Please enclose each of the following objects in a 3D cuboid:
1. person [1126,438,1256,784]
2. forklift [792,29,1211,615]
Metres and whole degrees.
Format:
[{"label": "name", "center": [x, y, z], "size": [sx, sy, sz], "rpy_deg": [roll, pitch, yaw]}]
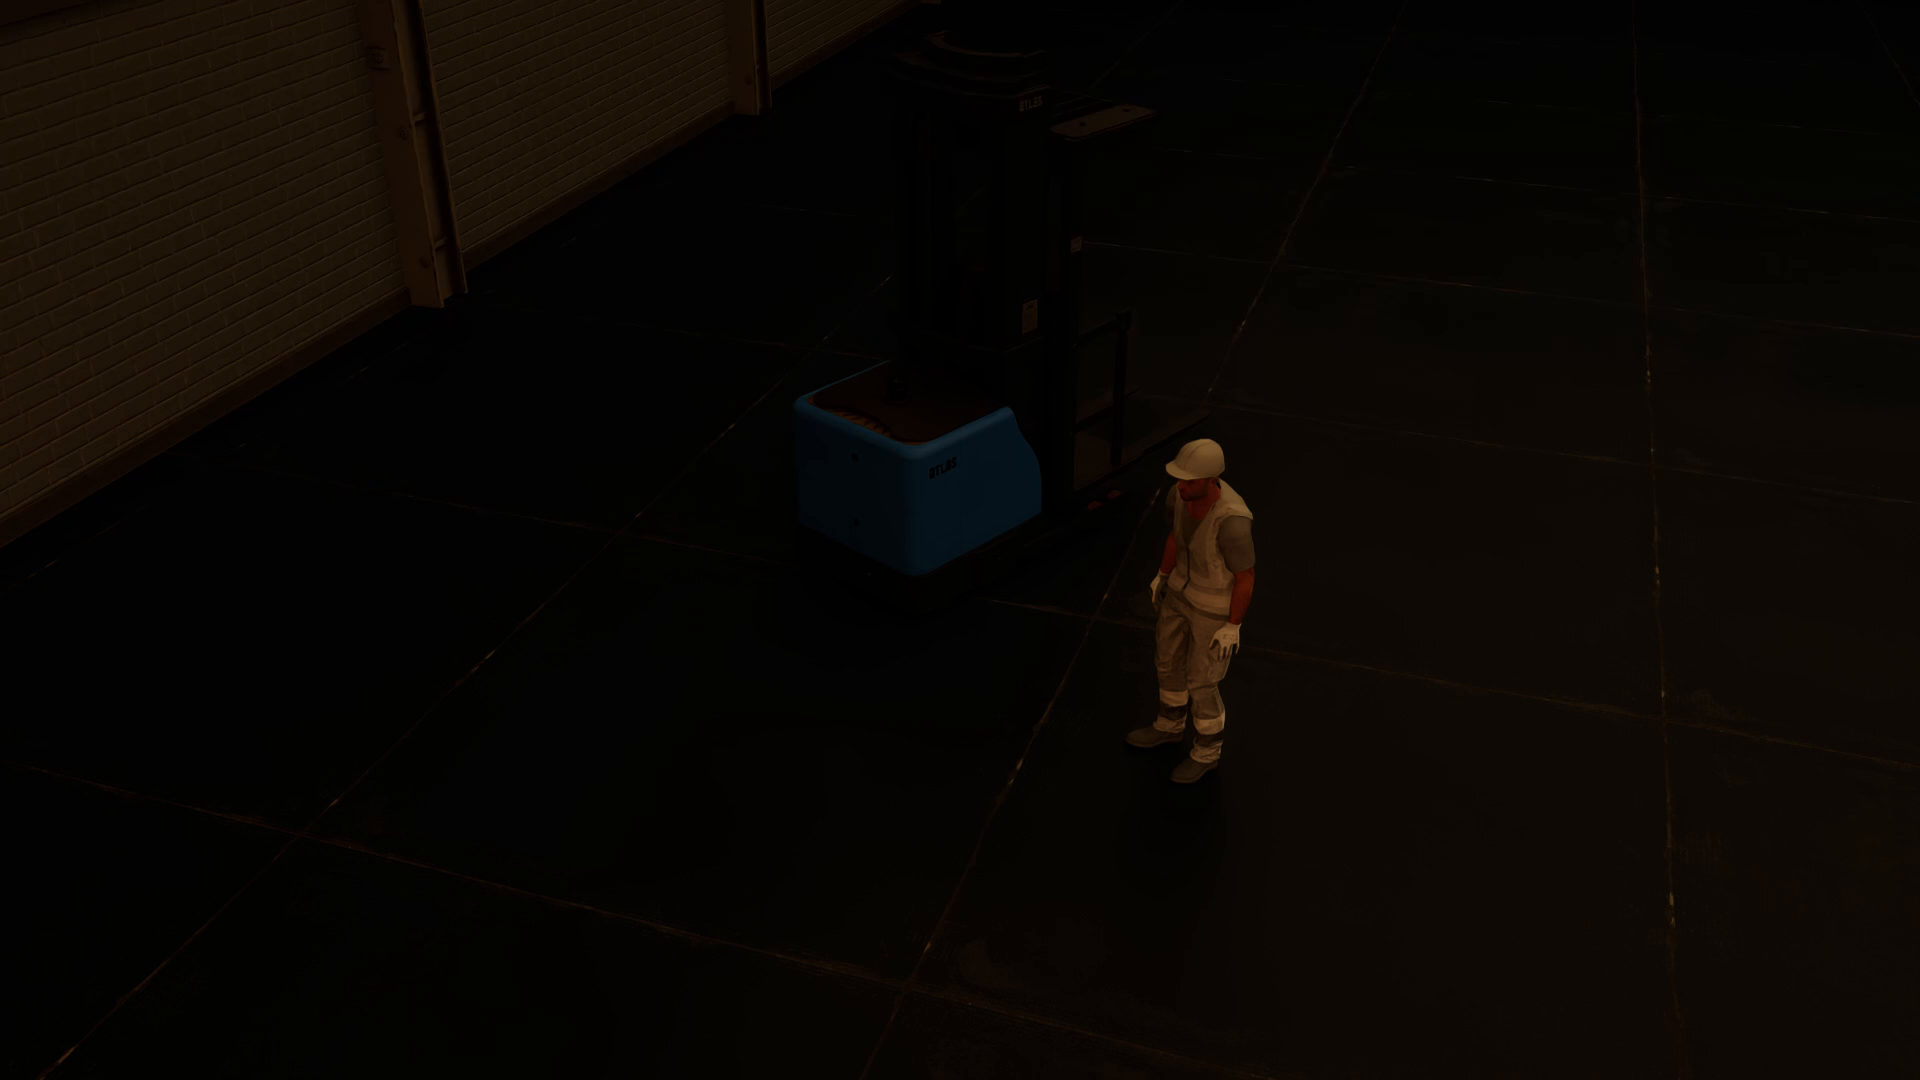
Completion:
[{"label": "person", "center": [1.098, 0.310, 7.762], "size": [0.454, 1.777, 0.612], "rpy_deg": [-16, 33, -26]}, {"label": "forklift", "center": [0.411, -1.500, 9.768], "size": [1.130, 2.935, 3.031], "rpy_deg": [25, 38, 36]}]
